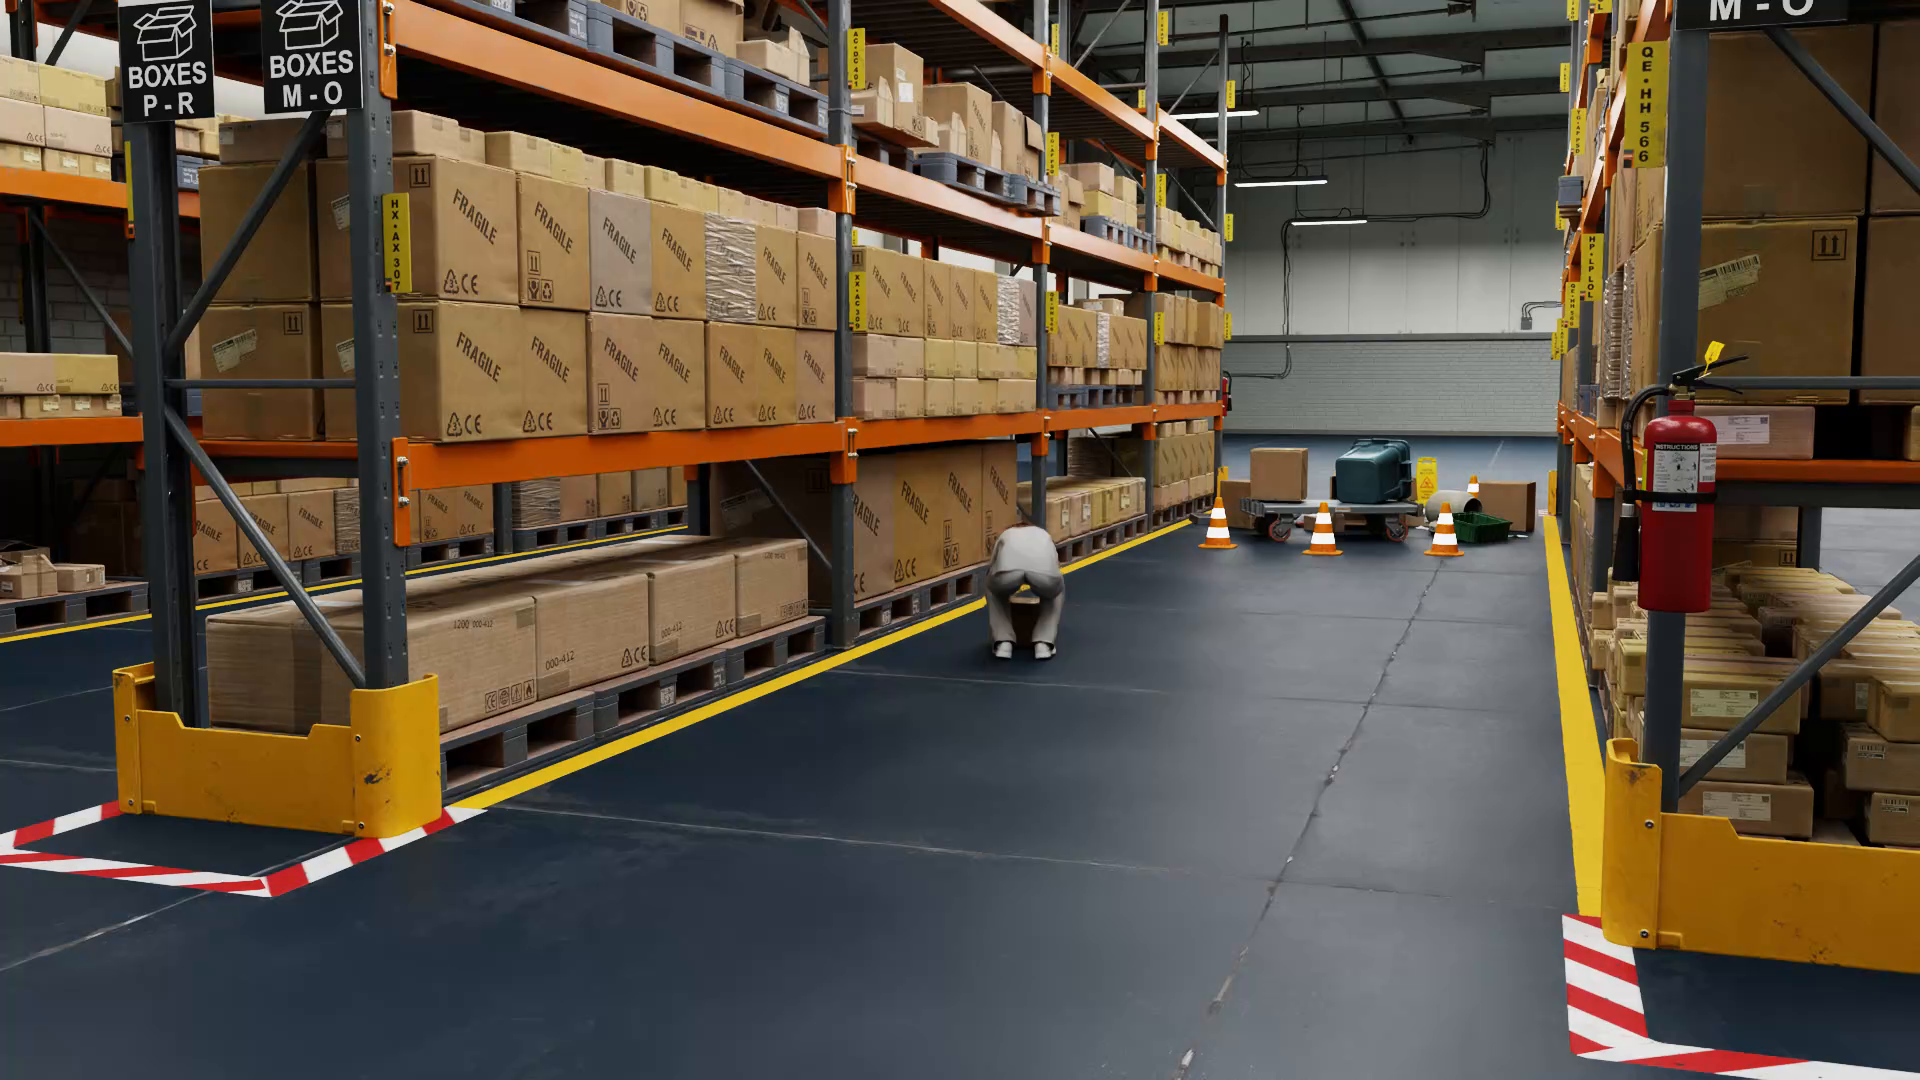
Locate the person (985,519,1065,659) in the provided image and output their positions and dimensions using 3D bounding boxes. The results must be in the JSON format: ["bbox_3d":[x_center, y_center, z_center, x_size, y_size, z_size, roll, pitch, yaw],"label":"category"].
[{"bbox_3d":[0.366,0.272,9.415,0.457,0.757,0.876,0,5,4],"label":"person"}]
